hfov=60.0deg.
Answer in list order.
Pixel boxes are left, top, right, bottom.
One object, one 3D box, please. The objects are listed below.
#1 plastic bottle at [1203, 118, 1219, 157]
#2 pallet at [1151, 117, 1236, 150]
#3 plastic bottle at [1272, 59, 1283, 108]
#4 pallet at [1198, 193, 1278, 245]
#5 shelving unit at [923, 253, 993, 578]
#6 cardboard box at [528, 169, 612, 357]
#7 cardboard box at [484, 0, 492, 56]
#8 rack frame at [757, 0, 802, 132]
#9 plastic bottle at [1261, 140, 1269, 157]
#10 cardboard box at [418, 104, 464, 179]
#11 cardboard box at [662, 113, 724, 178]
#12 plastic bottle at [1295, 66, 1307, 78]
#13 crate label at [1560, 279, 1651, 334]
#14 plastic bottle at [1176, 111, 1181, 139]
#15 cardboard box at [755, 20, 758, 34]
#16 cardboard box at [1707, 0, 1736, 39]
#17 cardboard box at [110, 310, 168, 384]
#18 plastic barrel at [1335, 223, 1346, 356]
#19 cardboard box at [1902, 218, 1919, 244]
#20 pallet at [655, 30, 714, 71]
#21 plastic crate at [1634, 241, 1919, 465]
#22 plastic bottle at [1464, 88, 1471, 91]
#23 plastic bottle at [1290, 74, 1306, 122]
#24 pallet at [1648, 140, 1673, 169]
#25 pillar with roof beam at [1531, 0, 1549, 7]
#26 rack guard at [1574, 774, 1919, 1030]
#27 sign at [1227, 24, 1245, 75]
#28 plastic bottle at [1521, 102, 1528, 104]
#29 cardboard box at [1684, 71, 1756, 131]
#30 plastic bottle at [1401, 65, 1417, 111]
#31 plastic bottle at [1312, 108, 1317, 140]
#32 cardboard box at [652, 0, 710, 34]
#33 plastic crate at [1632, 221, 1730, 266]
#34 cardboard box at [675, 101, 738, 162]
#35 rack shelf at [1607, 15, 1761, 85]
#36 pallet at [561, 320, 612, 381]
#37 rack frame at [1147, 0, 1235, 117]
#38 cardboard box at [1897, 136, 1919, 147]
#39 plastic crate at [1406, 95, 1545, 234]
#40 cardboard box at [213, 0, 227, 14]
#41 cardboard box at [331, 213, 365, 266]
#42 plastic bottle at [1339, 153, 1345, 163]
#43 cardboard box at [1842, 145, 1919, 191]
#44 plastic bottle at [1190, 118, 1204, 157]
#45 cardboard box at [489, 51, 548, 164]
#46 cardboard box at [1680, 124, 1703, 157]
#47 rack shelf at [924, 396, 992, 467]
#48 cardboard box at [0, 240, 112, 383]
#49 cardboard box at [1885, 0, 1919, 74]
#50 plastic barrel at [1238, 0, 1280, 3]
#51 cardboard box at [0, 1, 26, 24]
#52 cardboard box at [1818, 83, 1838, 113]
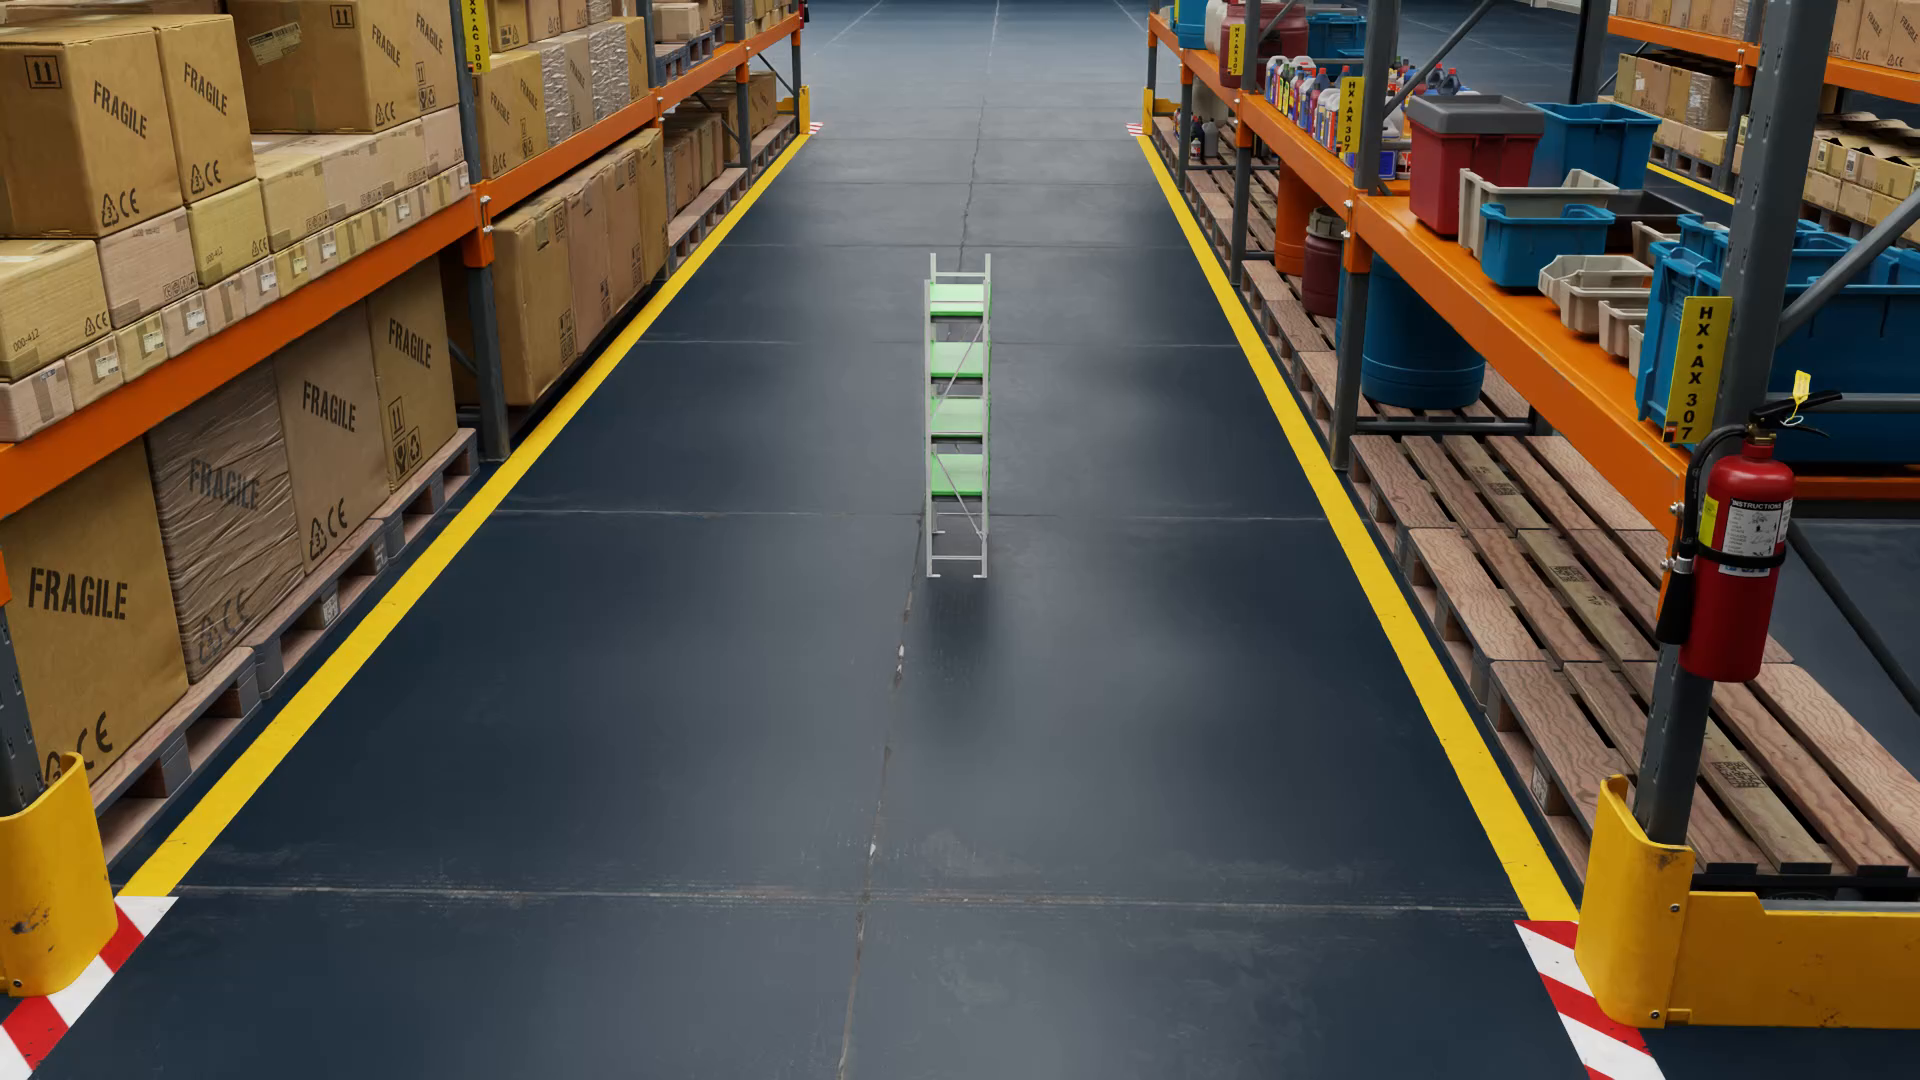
[{"bbox_3d":[2.386,-3.833,15.814,0.144,0.351,0.185,1,21,2],"label":"plastic bottle"},{"bbox_3d":[2.647,-4.453,18.213,1.003,0.211,1.213,1,21,2],"label":"pallet"},{"bbox_3d":[1.997,-2.856,10.404,0.061,0.283,0.133,1,21,2],"label":"plastic bottle"},{"bbox_3d":[2.491,-2.601,13.441,1.003,0.211,1.213,1,21,2],"label":"pallet"},{"bbox_3d":[-0.005,-0.500,6.658,0.258,1.200,0.503,1,21,2],"label":"shelving unit"},{"bbox_3d":[-2.658,-1.550,9.233,1.225,0.875,0.875,0,21,0],"label":"cardboard box"},{"bbox_3d":[-2.672,-2.535,7.891,0.797,0.503,0.637,0,21,0],"label":"cardboard box"},{"bbox_3d":[-2.318,-6.129,18.678,1.000,3.000,0.127,1,21,2],"label":"rack frame"},{"bbox_3d":[2.941,-3.791,15.809,0.152,0.276,0.135,1,21,4],"label":"plastic bottle"},{"bbox_3d":[-2.435,-1.696,7.050,0.500,0.250,0.500,0,21,1],"label":"cardboard box"},{"bbox_3d":[-2.480,-3.500,14.751,0.700,0.500,0.500,-1,21,-3],"label":"cardboard box"},{"bbox_3d":[2.068,-2.759,10.171,0.097,0.271,0.097,0,21,0],"label":"plastic bottle"},{"bbox_3d":[1.997,-0.697,4.959,0.396,0.136,0.243,1,21,2],"label":"crate label"},{"bbox_3d":[2.255,-4.231,16.951,0.097,0.271,0.097,0,21,0],"label":"plastic bottle"},{"bbox_3d":[-2.134,-4.911,15.887,0.380,0.149,0.250,1,21,2],"label":"cardboard box"},{"bbox_3d":[7.478,-4.970,15.553,0.700,0.500,0.500,0,21,1],"label":"cardboard box"},{"bbox_3d":[-2.451,-0.537,4.613,0.380,0.149,0.250,0,21,0],"label":"cardboard box"},{"bbox_3d":[2.322,-1.406,8.825,0.600,0.901,0.708,1,21,2],"label":"plastic barrel"},{"bbox_3d":[7.112,-2.233,11.857,0.500,0.250,0.500,1,21,3],"label":"cardboard box"},{"bbox_3d":[-2.542,-3.863,13.103,1.003,0.211,1.213,1,21,2],"label":"pallet"},{"bbox_3d":[1.969,-0.457,3.928,0.616,0.435,0.499,1,21,2],"label":"plastic crate"},{"bbox_3d":[2.728,-2.299,8.985,0.097,0.271,0.097,0,21,0],"label":"plastic bottle"},{"bbox_3d":[1.994,-2.593,9.743,0.097,0.271,0.097,0,21,0],"label":"plastic bottle"},{"bbox_3d":[7.562,-4.002,17.050,1.003,0.211,1.213,1,21,2],"label":"pallet"},{"bbox_3d":[9.805,-17.224,38.981,9.100,9.000,0.400,1,21,2],"label":"pillar with roof beam"},{"bbox_3d":[2.158,0.885,4.057,1.175,0.500,0.348,1,21,2],"label":"rack guard"},{"bbox_3d":[1.839,-3.261,11.062,0.100,0.325,0.005,1,21,2],"label":"sign"},{"bbox_3d":[2.603,-1.851,7.720,0.144,0.351,0.185,1,21,2],"label":"plastic bottle"},{"bbox_3d":[7.284,-4.186,15.855,0.500,0.500,0.500,1,21,2],"label":"cardboard box"},{"bbox_3d":[2.768,-2.775,10.213,0.097,0.271,0.097,0,21,0],"label":"plastic bottle"},{"bbox_3d":[1.970,-2.278,9.028,0.097,0.201,0.097,0,21,0],"label":"plastic bottle"},{"bbox_3d":[-2.400,-4.299,13.238,0.797,0.503,0.637,3,21,7],"label":"cardboard box"},{"bbox_3d":[2.515,-1.008,5.761,0.293,0.136,0.466,1,21,2],"label":"plastic crate"},{"bbox_3d":[-2.388,-3.857,15.698,0.500,0.500,0.500,0,21,0],"label":"cardboard box"},{"bbox_3d":[7.522,-4.960,16.660,1.077,0.370,4.000,1,21,2],"label":"rack shelf"},{"bbox_3d":[-2.701,-1.212,9.861,1.003,0.211,1.213,1,21,2],"label":"pallet"},{"bbox_3d":[2.632,-6.074,18.537,1.000,3.000,0.127,1,21,2],"label":"rack frame"},{"bbox_3d":[7.690,-3.048,13.182,0.500,0.311,0.500,0,21,1],"label":"cardboard box"},{"bbox_3d":[1.989,-1.473,6.508,0.402,0.464,0.583,1,21,2],"label":"plastic crate"},{"bbox_3d":[-2.976,-1.860,6.435,0.500,0.500,0.500,1,21,2],"label":"cardboard box"},{"bbox_3d":[-2.404,-1.094,6.050,0.380,0.149,0.250,0,21,1],"label":"cardboard box"},{"bbox_3d":[1.968,-2.048,8.230,0.144,0.351,0.185,1,21,2],"label":"plastic bottle"},{"bbox_3d":[7.137,-2.864,12.708,0.500,0.311,0.500,0,21,1],"label":"cardboard box"},{"bbox_3d":[2.242,-3.834,15.818,0.144,0.351,0.185,0,21,0],"label":"plastic bottle"},{"bbox_3d":[-2.405,-2.182,8.367,0.500,0.500,0.500,1,21,2],"label":"cardboard box"},{"bbox_3d":[7.282,-3.837,15.991,0.500,0.250,0.500,1,21,2],"label":"cardboard box"},{"bbox_3d":[-0.005,-0.440,6.681,0.258,0.148,0.480,1,21,2],"label":"rack shelf"},{"bbox_3d":[-2.521,-0.583,4.181,0.500,0.250,0.500,0,21,0],"label":"cardboard box"},{"bbox_3d":[7.375,-3.779,12.484,0.500,0.500,0.500,0,21,-1],"label":"cardboard box"},{"bbox_3d":[2.220,-3.760,12.419,0.421,0.512,0.421,0,21,0],"label":"plastic barrel"},{"bbox_3d":[-7.220,-3.717,12.324,0.500,0.500,0.500,0,21,1],"label":"cardboard box"},{"bbox_3d":[7.789,-4.000,15.375,0.500,0.500,0.500,1,21,2],"label":"cardboard box"}]
